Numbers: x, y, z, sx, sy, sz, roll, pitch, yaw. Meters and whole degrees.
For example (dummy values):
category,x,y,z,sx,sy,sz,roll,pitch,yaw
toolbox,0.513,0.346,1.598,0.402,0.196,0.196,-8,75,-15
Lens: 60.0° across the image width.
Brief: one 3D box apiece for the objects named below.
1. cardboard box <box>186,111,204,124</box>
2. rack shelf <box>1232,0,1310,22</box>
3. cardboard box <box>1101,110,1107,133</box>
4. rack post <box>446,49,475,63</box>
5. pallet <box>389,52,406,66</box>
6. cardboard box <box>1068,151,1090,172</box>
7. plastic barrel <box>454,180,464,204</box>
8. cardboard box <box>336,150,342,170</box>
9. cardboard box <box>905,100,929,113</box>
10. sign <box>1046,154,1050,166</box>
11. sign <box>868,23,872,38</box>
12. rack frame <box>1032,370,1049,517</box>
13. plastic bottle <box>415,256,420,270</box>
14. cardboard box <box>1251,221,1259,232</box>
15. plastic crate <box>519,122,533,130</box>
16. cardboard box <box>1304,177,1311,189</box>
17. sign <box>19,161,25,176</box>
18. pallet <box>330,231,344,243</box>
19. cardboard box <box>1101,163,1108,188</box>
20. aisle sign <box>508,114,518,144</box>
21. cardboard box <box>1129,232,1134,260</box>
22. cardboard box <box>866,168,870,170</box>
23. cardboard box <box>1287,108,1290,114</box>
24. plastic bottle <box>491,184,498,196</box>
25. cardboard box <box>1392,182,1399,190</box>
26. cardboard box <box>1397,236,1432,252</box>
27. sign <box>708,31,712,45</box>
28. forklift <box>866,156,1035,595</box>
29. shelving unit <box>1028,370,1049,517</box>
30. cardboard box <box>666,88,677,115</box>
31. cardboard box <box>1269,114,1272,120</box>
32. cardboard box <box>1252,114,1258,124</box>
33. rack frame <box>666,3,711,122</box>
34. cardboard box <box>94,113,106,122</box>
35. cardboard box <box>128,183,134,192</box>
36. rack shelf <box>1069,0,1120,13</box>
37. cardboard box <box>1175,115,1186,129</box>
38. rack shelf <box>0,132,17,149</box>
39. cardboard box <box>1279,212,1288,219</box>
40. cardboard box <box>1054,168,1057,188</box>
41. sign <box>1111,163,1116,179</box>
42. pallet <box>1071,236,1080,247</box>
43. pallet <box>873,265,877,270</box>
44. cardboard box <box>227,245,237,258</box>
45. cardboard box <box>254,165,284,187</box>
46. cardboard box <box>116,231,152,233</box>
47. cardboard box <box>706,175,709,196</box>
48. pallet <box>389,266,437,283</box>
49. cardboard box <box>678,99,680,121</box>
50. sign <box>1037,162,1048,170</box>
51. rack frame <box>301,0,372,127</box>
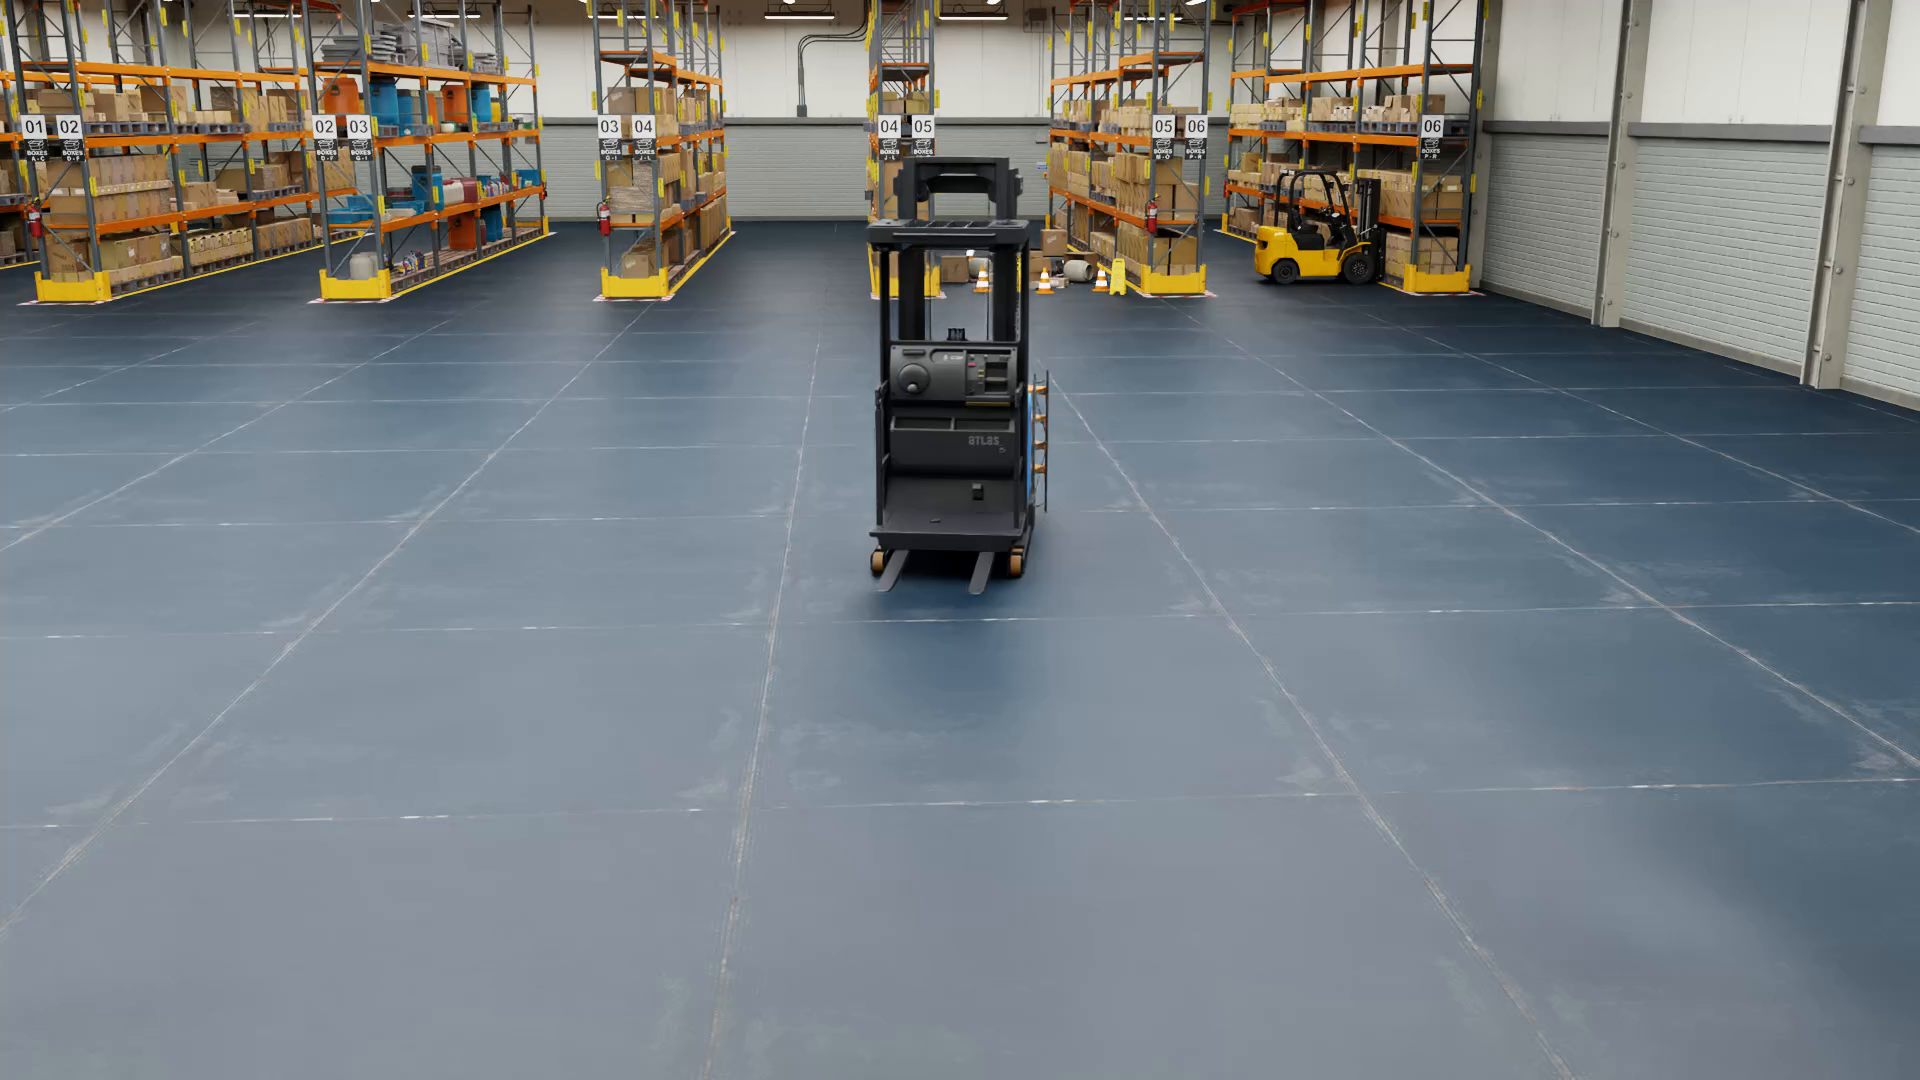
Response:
category,x,y,z,sx,sy,sz,roll,pitch,yaw
cardboard box,-16.112,-8.804,34.663,0.500,0.250,0.500,-2,15,-8
rack shelf,8.058,-13.780,43.299,1.077,0.370,4.000,-1,14,-3
cardboard box,3.524,-9.309,36.967,0.700,0.500,0.500,-1,14,-3
rack post,-11.445,-10.863,37.338,0.954,0.300,0.937,-1,14,-3
pallet,-10.953,-8.931,30.861,1.003,0.211,1.213,-1,14,-3
cardboard box,2.968,-9.458,41.557,0.500,0.500,0.500,-1,14,-3
plastic barrel,-11.082,-7.616,36.383,0.421,0.512,0.421,0,14,0
cardboard box,-16.427,-9.900,43.278,0.500,0.500,0.500,0,14,-2
cardboard box,-0.737,-7.853,30.168,0.500,0.250,0.500,-1,14,-4
sign,2.426,-10.484,45.858,0.100,0.325,0.005,-1,14,-3
sign,-2.000,-11.328,36.960,0.100,0.325,0.005,-1,14,-3
rack frame,0.662,-0.790,13.689,0.015,1.200,0.240,9,17,31
plastic bottle,-10.720,-5.474,32.850,0.061,0.283,0.133,0,14,0
cardboard box,7.832,-8.218,43.592,0.396,0.266,0.258,0,14,-1
plastic crate,-11.508,-10.913,43.828,0.450,0.188,0.336,-1,14,-3
cardboard box,8.188,-8.176,38.083,0.500,0.250,0.500,-1,14,-3
sign,-20.706,-8.195,36.691,0.100,0.325,0.005,-1,14,-3
pallet,-16.671,-7.858,43.145,1.003,0.211,1.213,-1,14,-3
cardboard box,3.375,-7.938,36.219,0.500,0.500,0.500,-1,14,-6
aisle sign,-12.155,-11.076,44.839,0.394,0.787,0.004,-1,14,-3
cardboard box,3.601,-5.740,32.486,0.500,0.500,0.500,-1,14,-5
cardboard box,-2.024,-8.749,39.477,0.380,0.149,0.250,0,14,-1
cardboard box,8.033,-10.242,39.699,0.380,0.149,0.250,-1,14,-3
plastic bottle,-11.197,-8.406,39.928,0.152,0.276,0.135,-1,14,-3
cardboard box,8.556,-6.832,32.059,0.380,0.149,0.250,-1,14,-5
cardboard box,8.585,-5.598,31.431,0.500,0.250,0.500,0,14,-2
sign,-6.122,-12.293,40.712,0.100,0.325,0.005,-1,14,-3
forklift,-0.064,-1.236,11.950,1.130,2.935,3.031,1,14,5
shelving unit,0.454,-0.822,13.814,0.503,1.200,0.258,9,17,31
cardboard box,-5.885,-8.675,32.904,0.500,0.500,0.500,-1,14,-5
cardboard box,7.829,-10.428,40.977,0.380,0.149,0.250,-1,14,-3
cardboard box,7.859,-10.886,42.999,0.500,0.250,0.500,-1,14,-5
rack frame,-6.663,-11.791,40.794,1.000,3.000,0.127,-1,14,-3
cardboard box,-15.704,-7.647,30.088,0.380,0.149,0.250,-1,14,-3
cardboard box,-15.711,-6.595,31.137,0.380,0.149,0.250,-1,14,-3
rack shelf,3.352,-12.708,39.131,1.077,0.370,4.000,-1,14,-3
cardboard box,4.206,-7.708,30.647,0.500,0.250,0.500,-1,14,-4
rack shelf,-21.123,-8.268,34.567,1.077,0.370,4.000,-1,14,-3
cardboard box,8.082,-8.006,40.995,0.380,0.149,0.250,0,14,-1
cardboard box,2.796,-9.706,44.529,0.500,0.500,0.500,-1,14,-4
sign,3.170,-7.600,34.223,0.100,0.325,0.005,-1,14,-3
pallet,3.351,-7.498,41.743,1.003,0.211,1.213,-1,14,-3
pallet,-1.242,-5.407,33.617,1.003,0.211,1.213,-1,14,-3
cardboard box,-15.963,-6.230,35.897,0.500,0.250,0.500,-1,14,-2
cardboard box,-16.639,-8.694,39.754,0.700,0.500,0.500,1,14,5
cardboard box,-16.339,-5.859,32.948,0.500,0.500,0.500,-1,14,-3
cardboard box,-6.272,-8.444,39.626,0.500,0.500,0.500,-1,14,-3
pallet,-11.111,-5.302,33.208,1.003,0.211,1.213,-1,14,-3
cardboard box,-6.098,-8.721,33.831,0.797,0.503,0.637,-2,15,-6
sign,2.555,-11.581,51.475,0.327,0.218,0.001,-1,14,-3
rack frame,-10.863,-8.730,28.898,1.000,3.000,0.127,-1,14,-3
